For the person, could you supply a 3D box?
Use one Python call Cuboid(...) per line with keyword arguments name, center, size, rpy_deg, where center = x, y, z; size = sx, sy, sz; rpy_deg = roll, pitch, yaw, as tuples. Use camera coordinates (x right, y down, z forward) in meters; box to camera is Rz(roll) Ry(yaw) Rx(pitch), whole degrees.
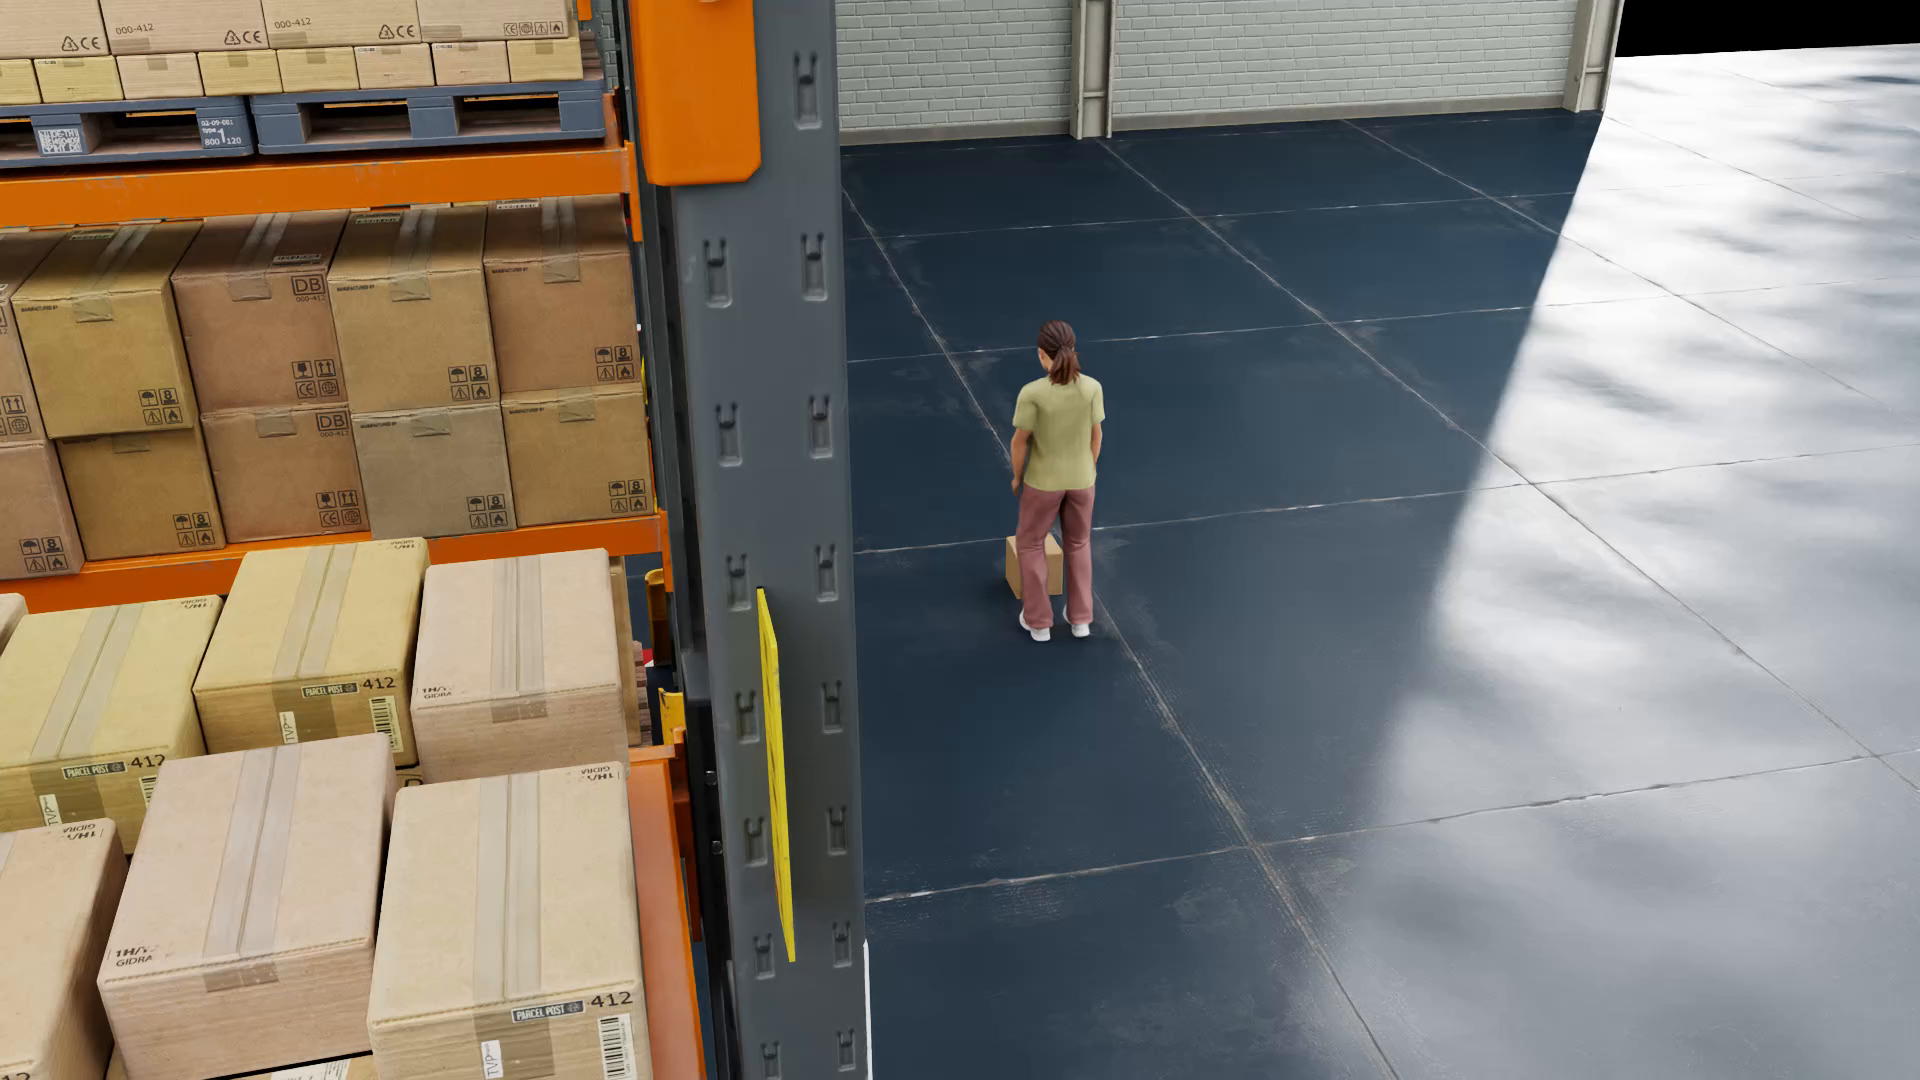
Cuboid(name="person", center=(0.467, -0.276, 8.195), size=(0.458, 1.659, 0.351), rpy_deg=(-5, 27, -10))
